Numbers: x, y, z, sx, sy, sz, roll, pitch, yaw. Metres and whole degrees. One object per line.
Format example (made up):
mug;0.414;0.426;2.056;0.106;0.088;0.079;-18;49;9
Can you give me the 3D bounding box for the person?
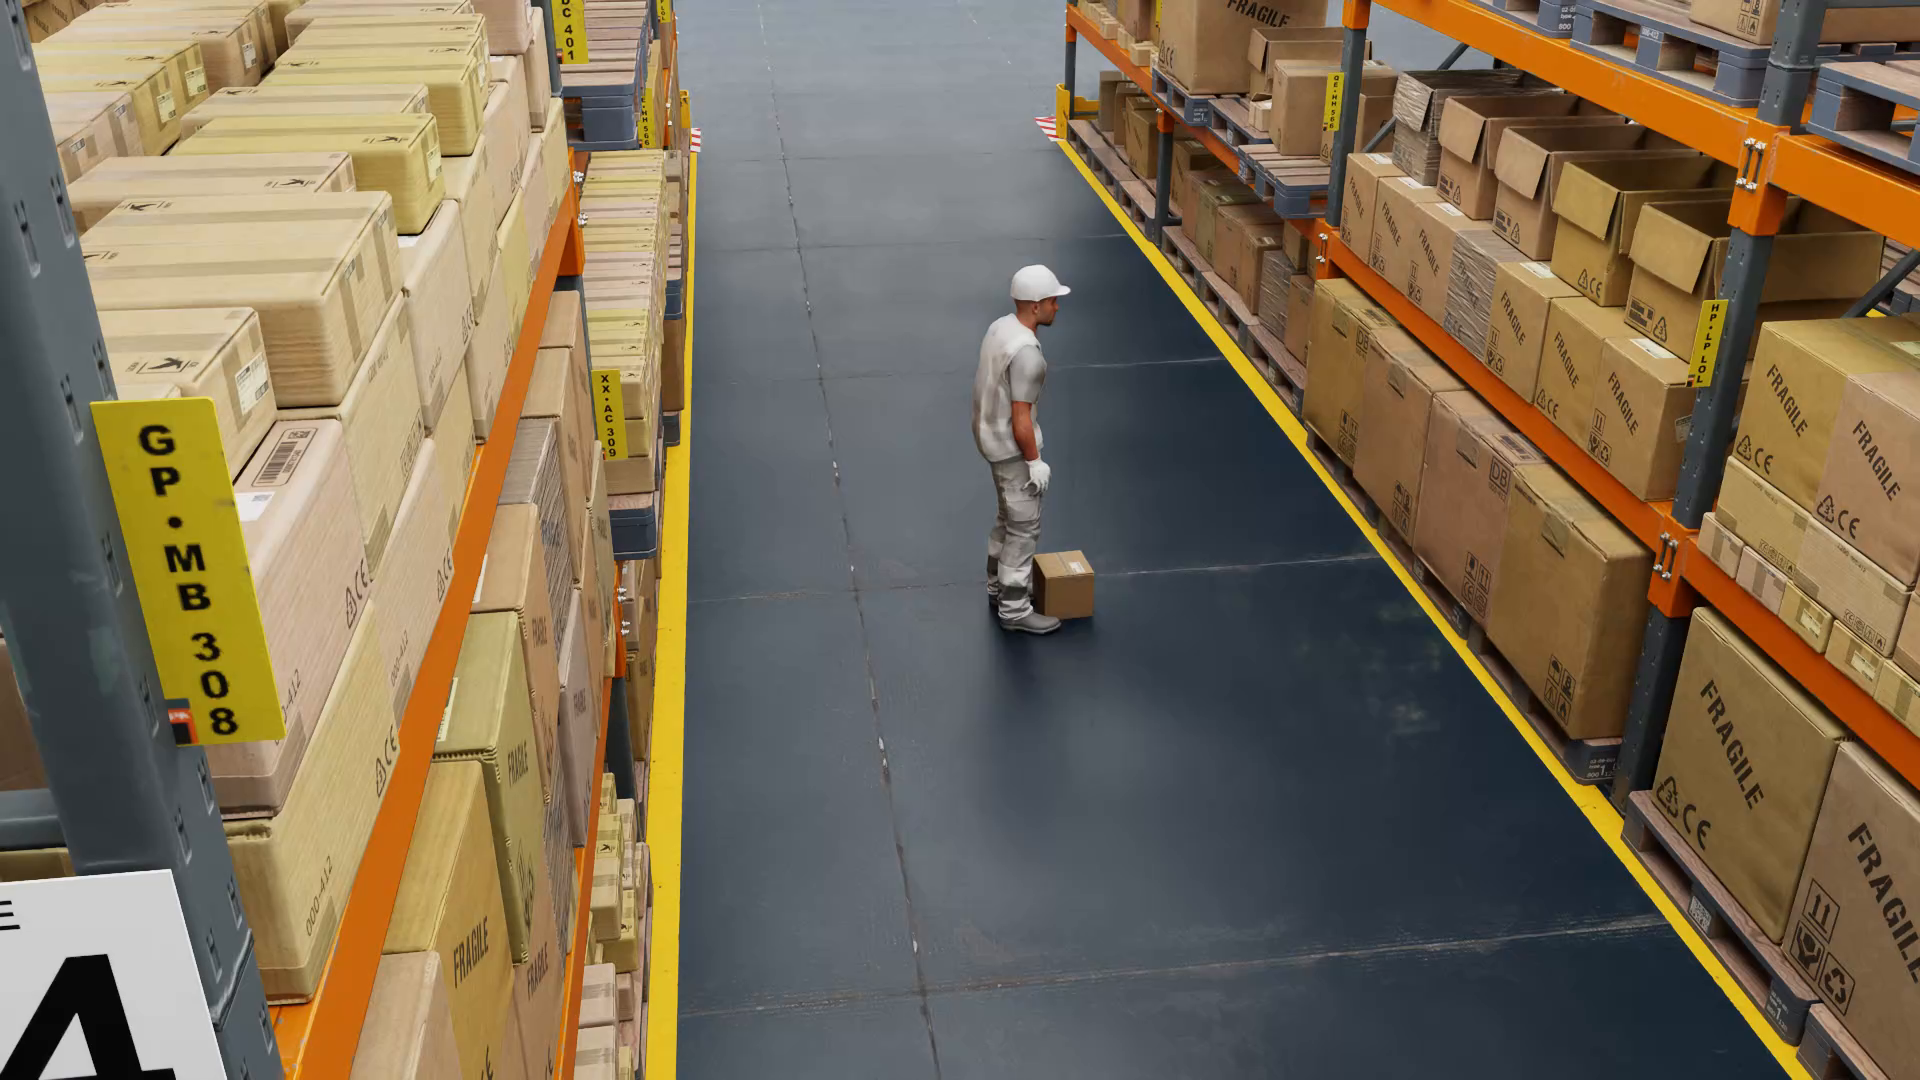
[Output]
person;0.291;-0.443;7.973;0.452;1.779;0.622;-4;27;-9
